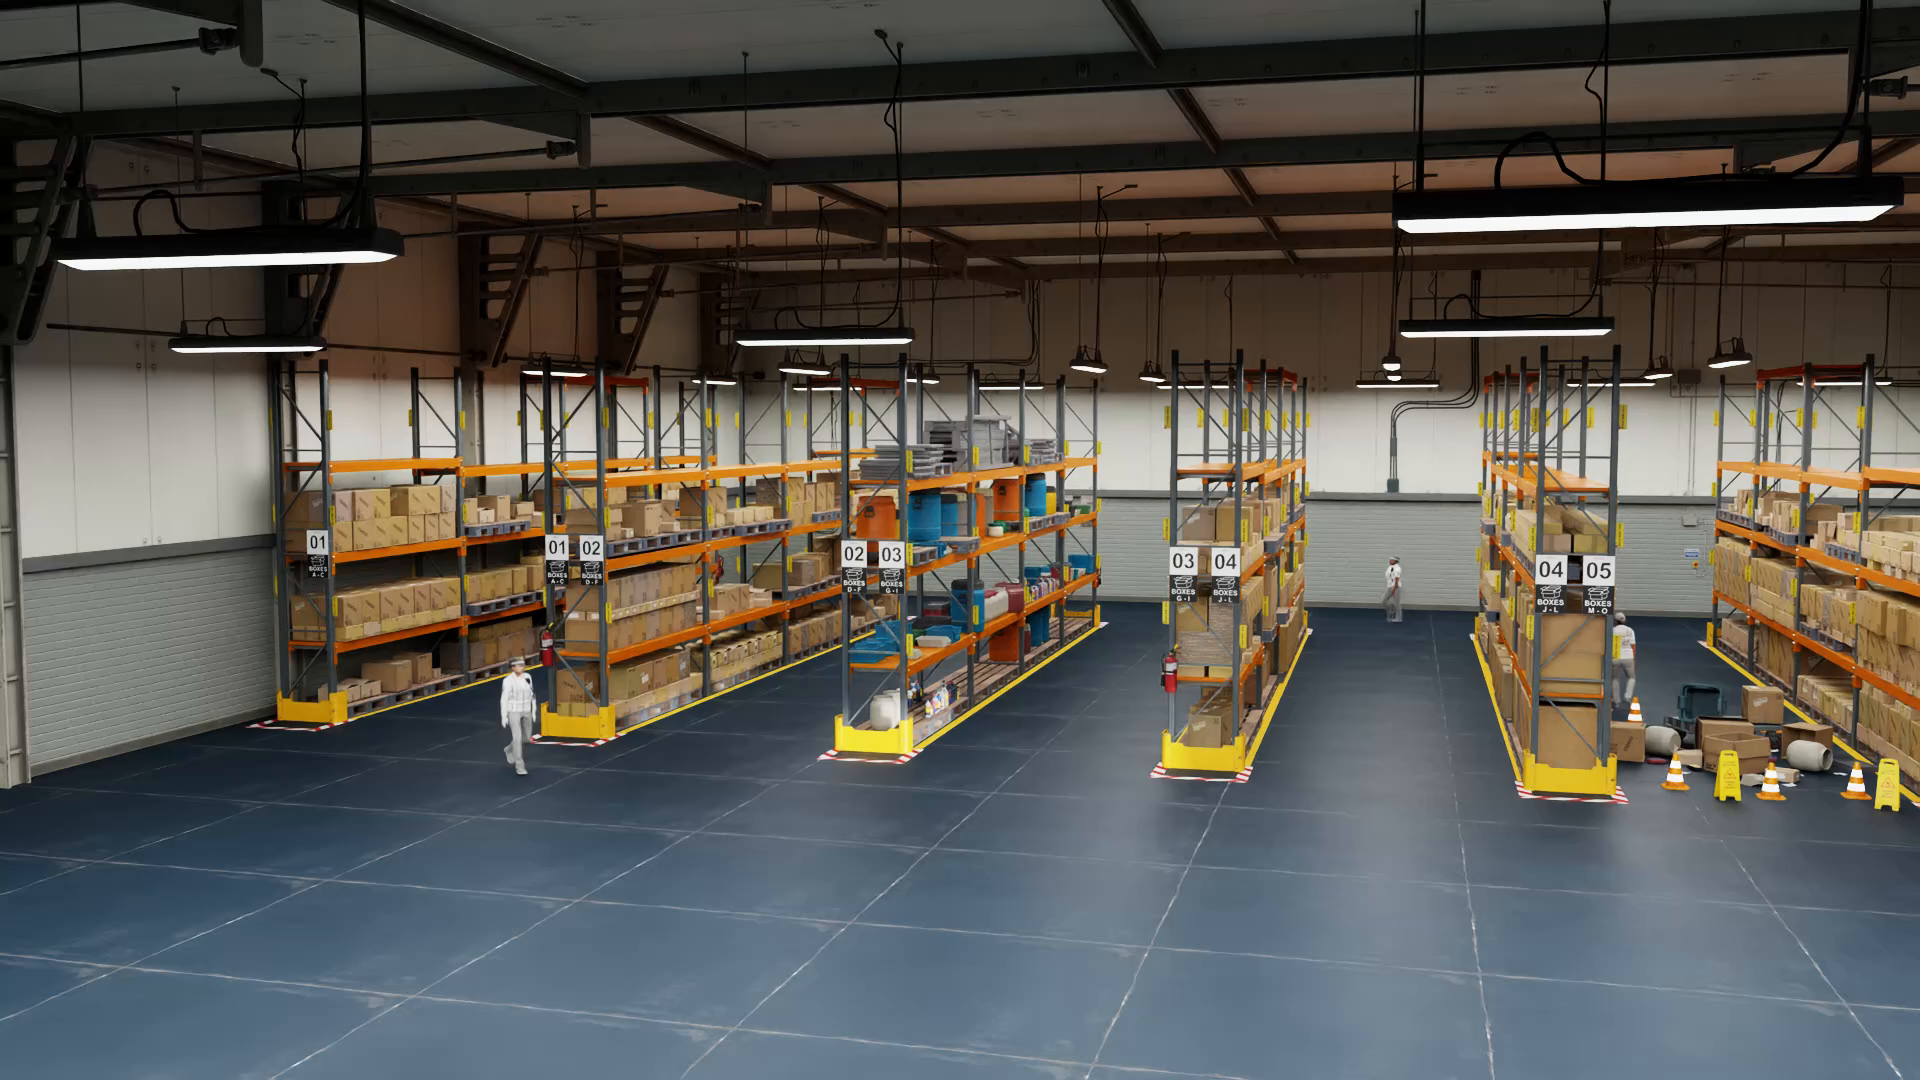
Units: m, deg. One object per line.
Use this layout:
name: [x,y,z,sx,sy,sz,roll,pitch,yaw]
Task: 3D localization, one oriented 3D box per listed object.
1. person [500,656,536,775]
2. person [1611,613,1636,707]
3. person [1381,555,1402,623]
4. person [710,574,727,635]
person: [-6.300,2.457,23.710,0.531,1.650,0.802,-4,6,-44]
person: [11.519,2.099,28.938,0.537,1.660,0.522,1,4,16]
person: [10.704,1.218,41.106,0.488,1.727,0.490,-1,4,-12]
person: [-5.492,1.530,37.250,0.447,1.539,0.972,1,4,14]
